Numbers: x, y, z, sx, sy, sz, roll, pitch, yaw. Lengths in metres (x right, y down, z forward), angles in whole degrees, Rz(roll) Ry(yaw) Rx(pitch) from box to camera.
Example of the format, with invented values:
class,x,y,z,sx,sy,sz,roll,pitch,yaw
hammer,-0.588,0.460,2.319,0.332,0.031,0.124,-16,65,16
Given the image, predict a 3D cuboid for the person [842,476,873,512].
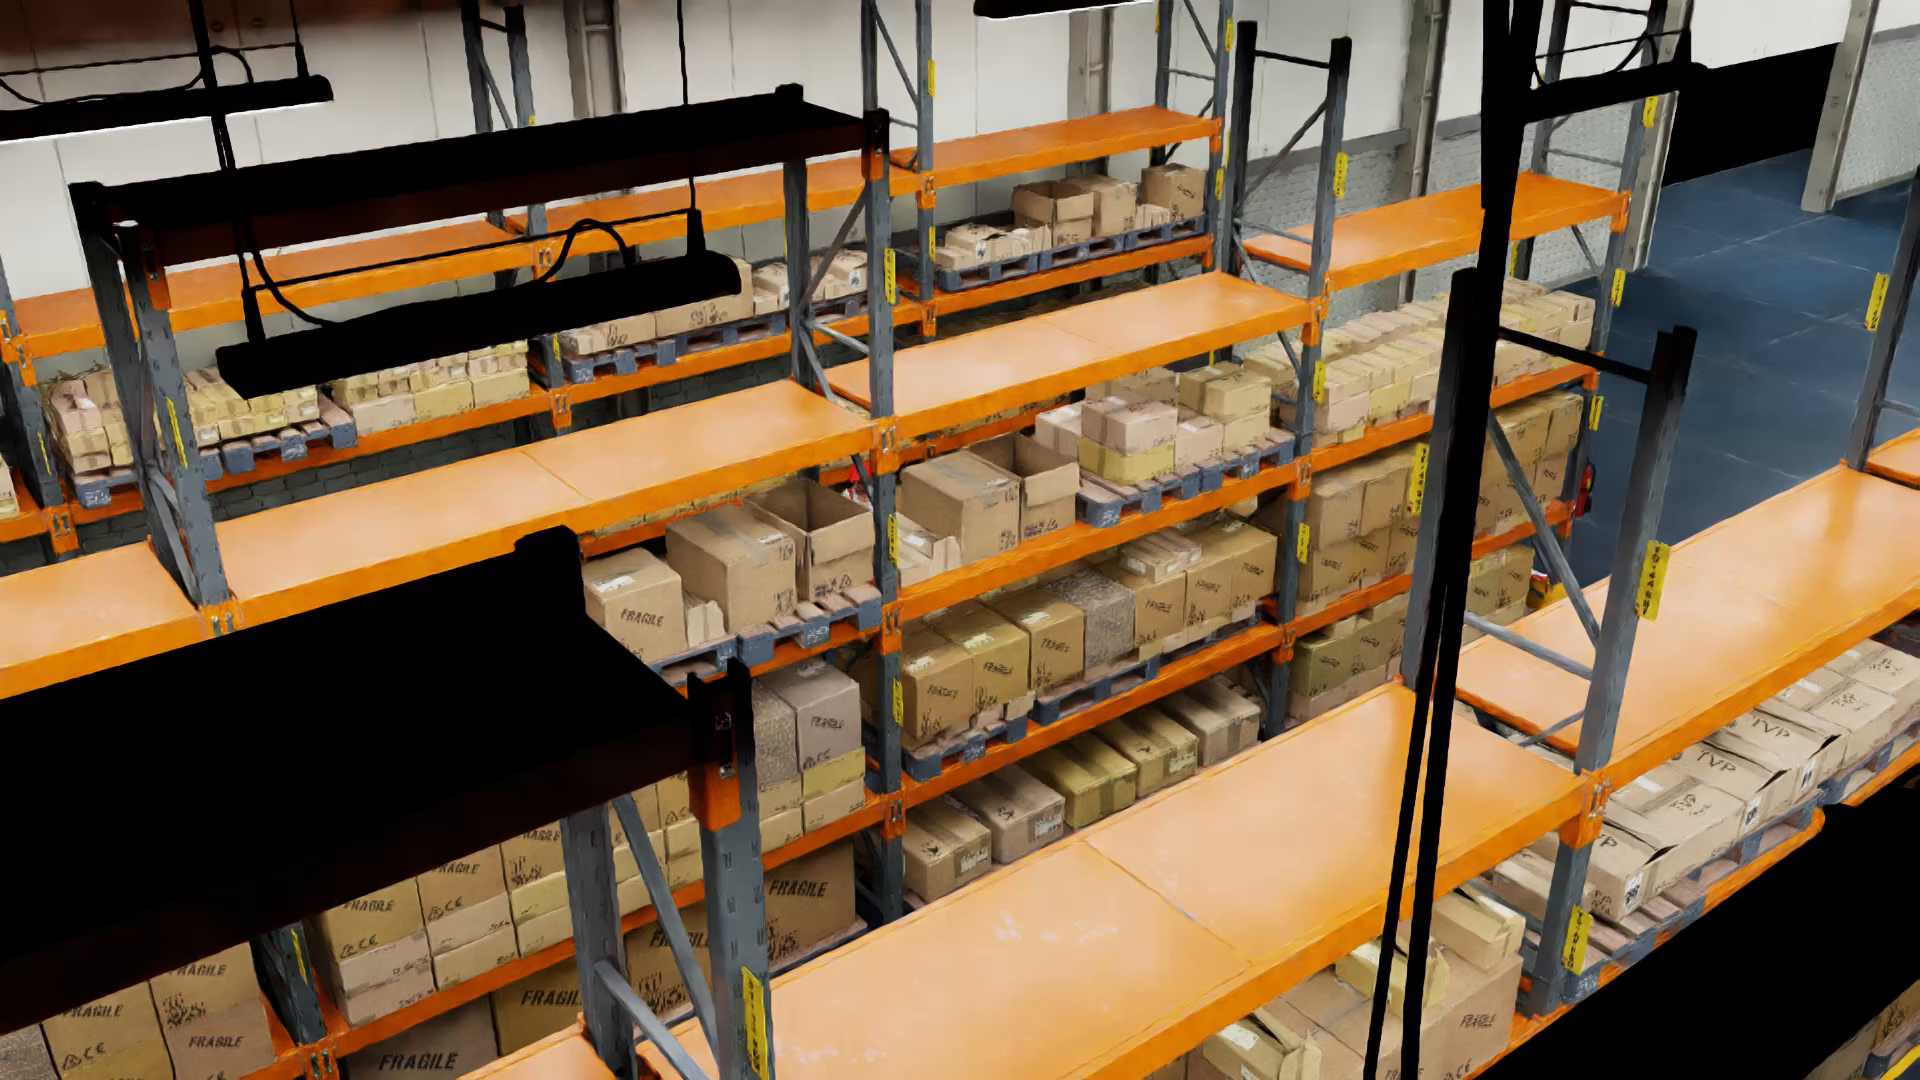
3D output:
class,x,y,z,sx,sy,sz,roll,pitch,yaw
person,-0.929,0.117,15.861,0.661,1.739,0.575,-6,27,-12
